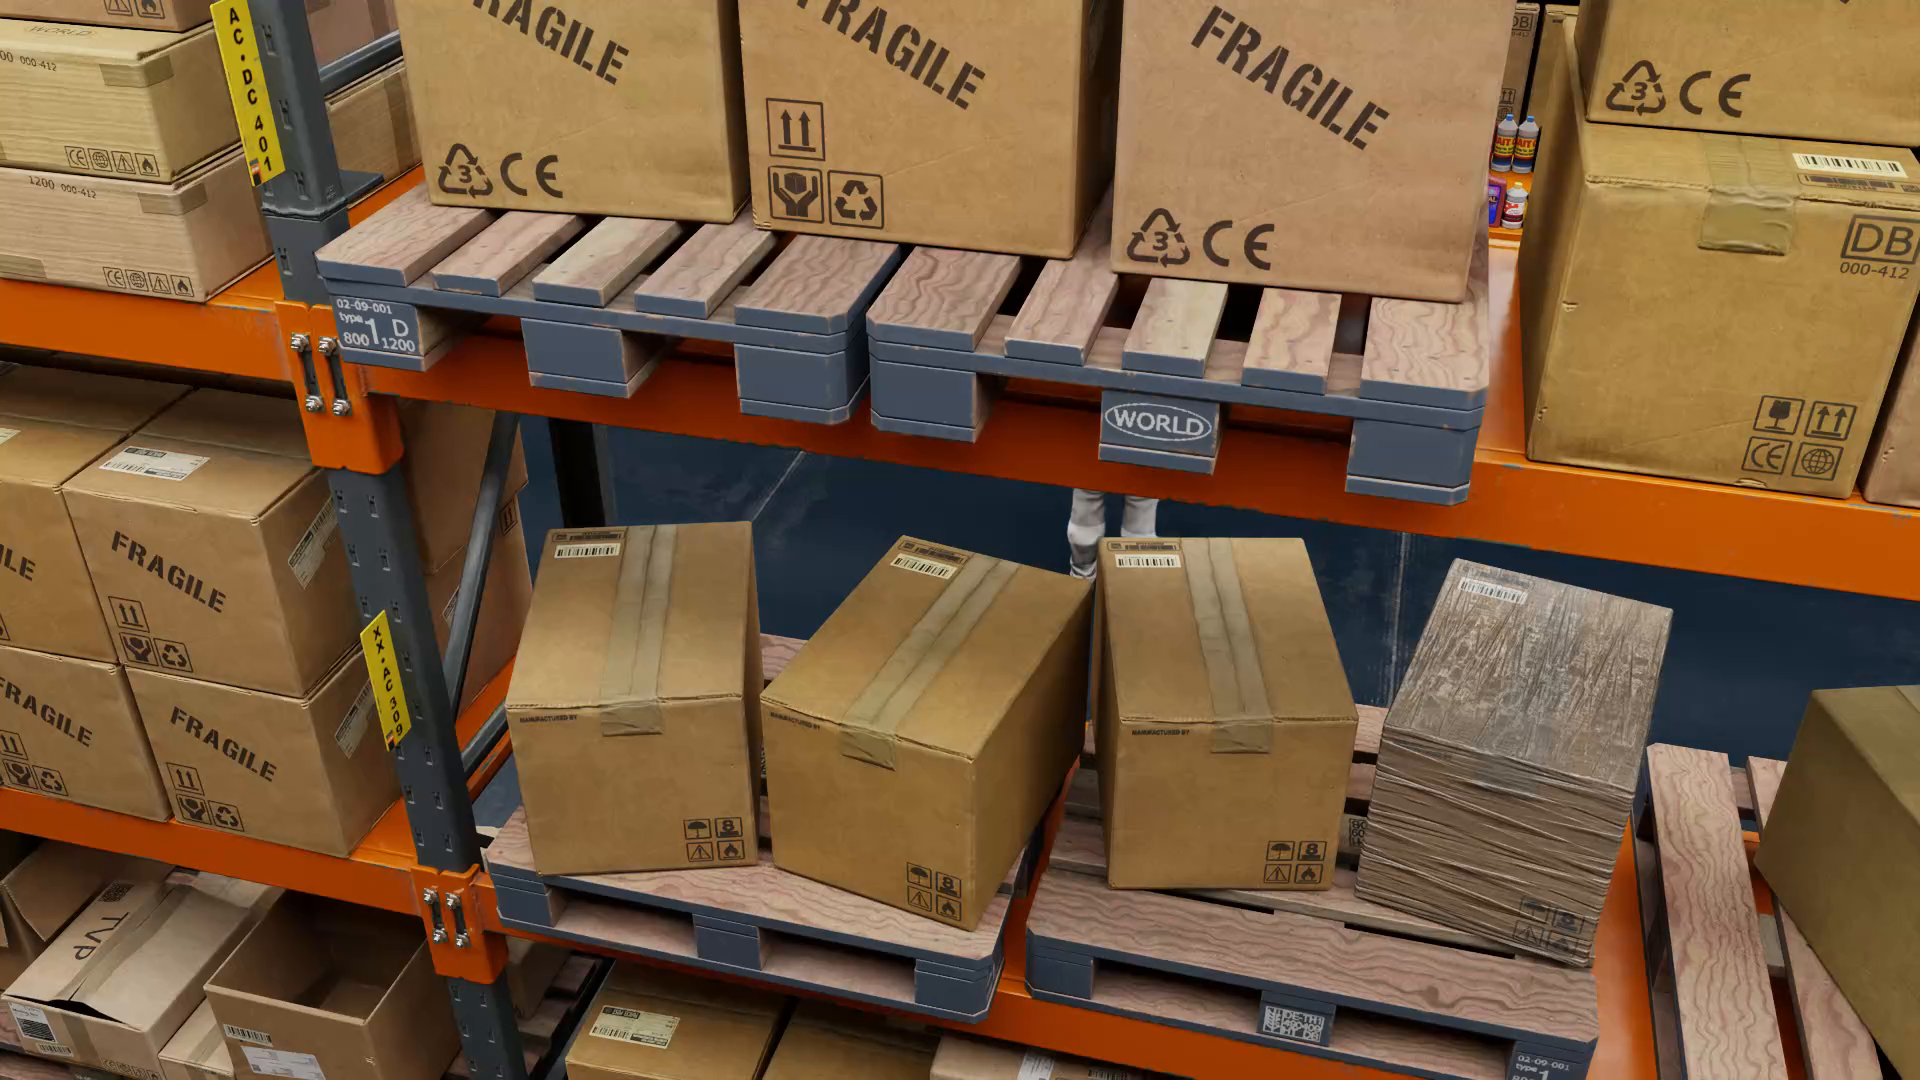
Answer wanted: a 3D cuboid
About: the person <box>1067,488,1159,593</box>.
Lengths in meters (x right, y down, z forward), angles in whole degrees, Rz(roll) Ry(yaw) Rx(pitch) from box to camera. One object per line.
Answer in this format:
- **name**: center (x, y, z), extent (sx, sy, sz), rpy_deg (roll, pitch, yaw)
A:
- **person**: center (0.685, -0.588, 7.041), extent (0.494, 1.784, 0.556), rpy_deg (9, 34, 13)
